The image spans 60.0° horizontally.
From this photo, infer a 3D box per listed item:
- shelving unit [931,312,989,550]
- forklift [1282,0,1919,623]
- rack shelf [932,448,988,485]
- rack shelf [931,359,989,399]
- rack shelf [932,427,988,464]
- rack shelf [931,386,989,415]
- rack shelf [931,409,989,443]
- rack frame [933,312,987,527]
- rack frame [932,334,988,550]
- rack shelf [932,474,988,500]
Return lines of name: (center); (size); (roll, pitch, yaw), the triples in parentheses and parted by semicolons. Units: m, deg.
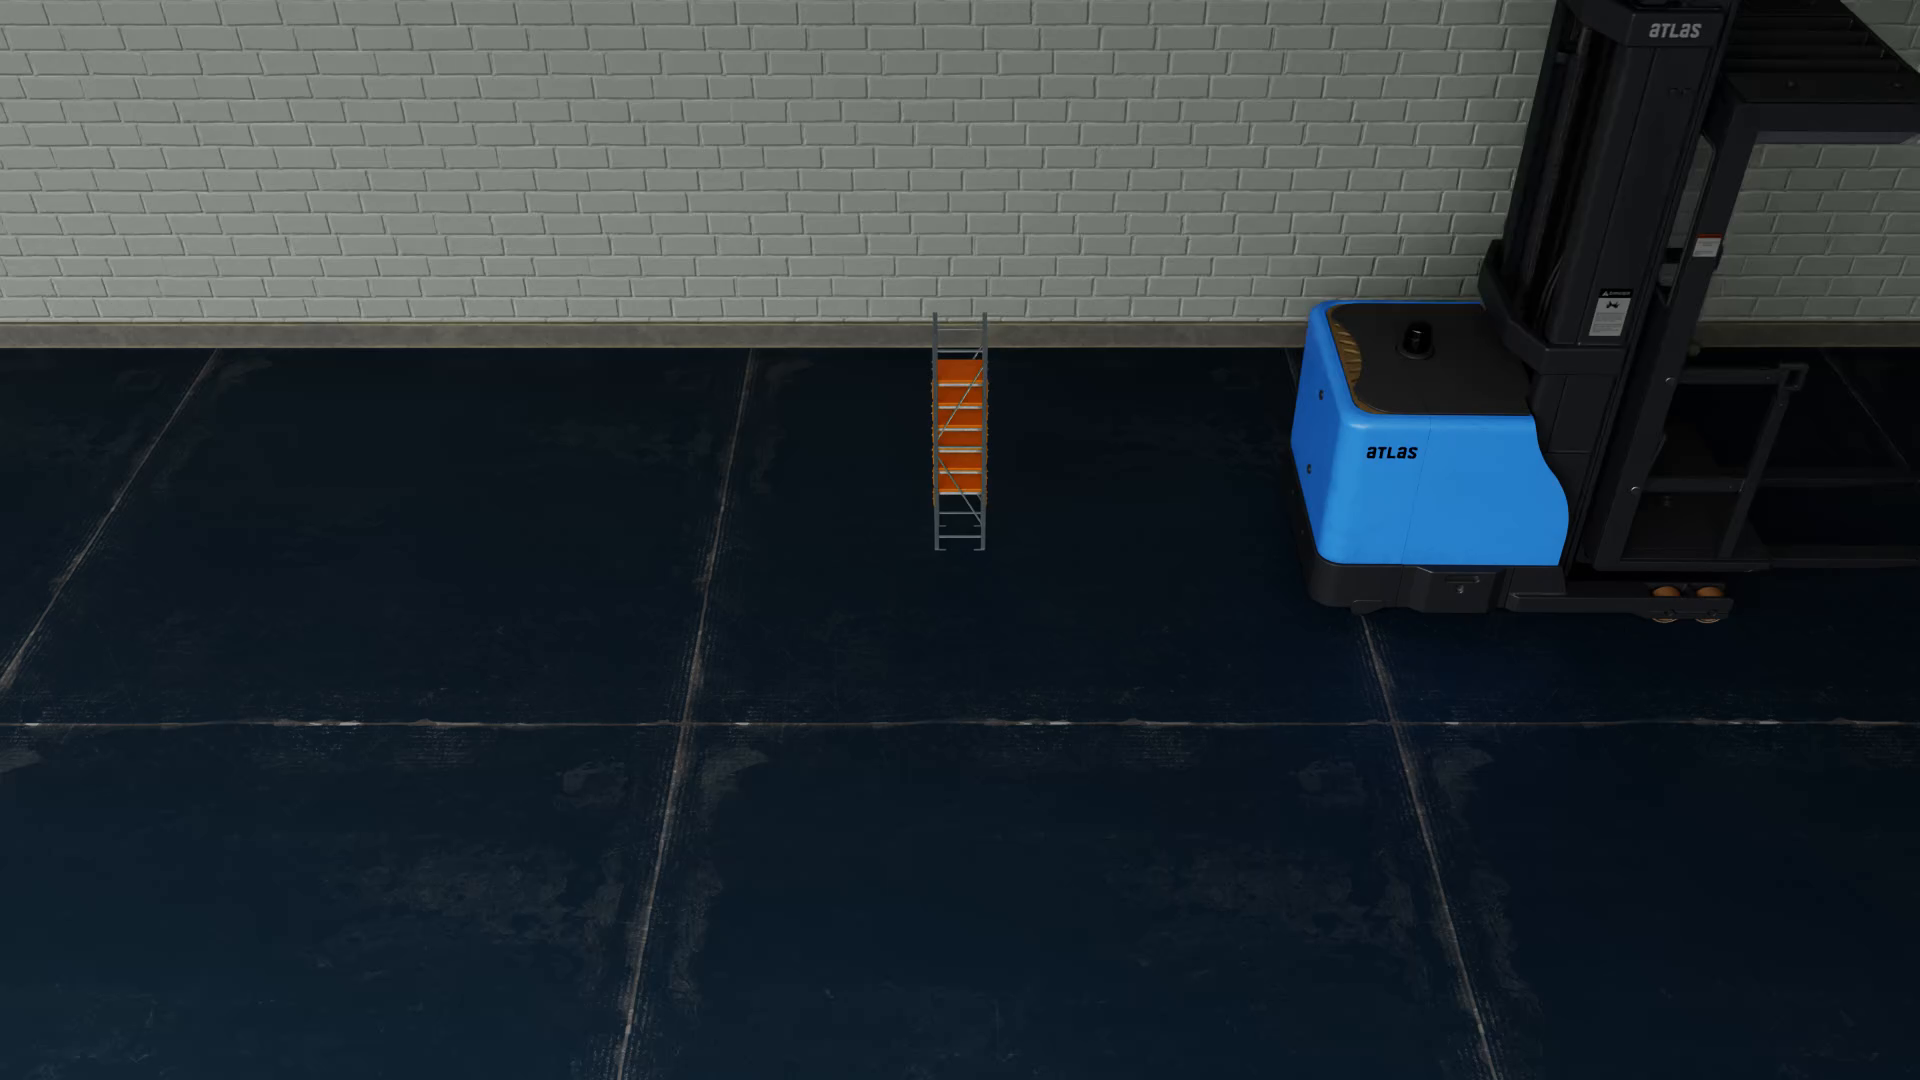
shelving unit: (0.000, -0.477, 7.632); (0.258, 1.200, 0.189); (0, 39, 0)
forklift: (3.105, -1.104, 7.030); (3.031, 2.935, 1.130); (0, 39, 0)
rack shelf: (0.000, -0.349, 7.734); (0.258, 0.103, 0.180); (0, 39, 0)
rack shelf: (0.000, -0.724, 7.434); (0.258, 0.103, 0.180); (0, 39, 0)
rack shelf: (0.000, -0.443, 7.659); (0.258, 0.103, 0.180); (0, 39, 0)
rack shelf: (0.000, -0.630, 7.509); (0.258, 0.103, 0.180); (0, 39, 0)
rack shelf: (0.000, -0.536, 7.584); (0.258, 0.103, 0.180); (0, 39, 0)
rack frame: (0.000, -0.534, 7.703); (0.240, 1.200, 0.006); (0, 39, 0)
rack frame: (0.000, -0.420, 7.560); (0.240, 1.200, 0.006); (0, 39, 0)
rack shelf: (0.000, -0.255, 7.809); (0.258, 0.103, 0.180); (0, 39, 0)
